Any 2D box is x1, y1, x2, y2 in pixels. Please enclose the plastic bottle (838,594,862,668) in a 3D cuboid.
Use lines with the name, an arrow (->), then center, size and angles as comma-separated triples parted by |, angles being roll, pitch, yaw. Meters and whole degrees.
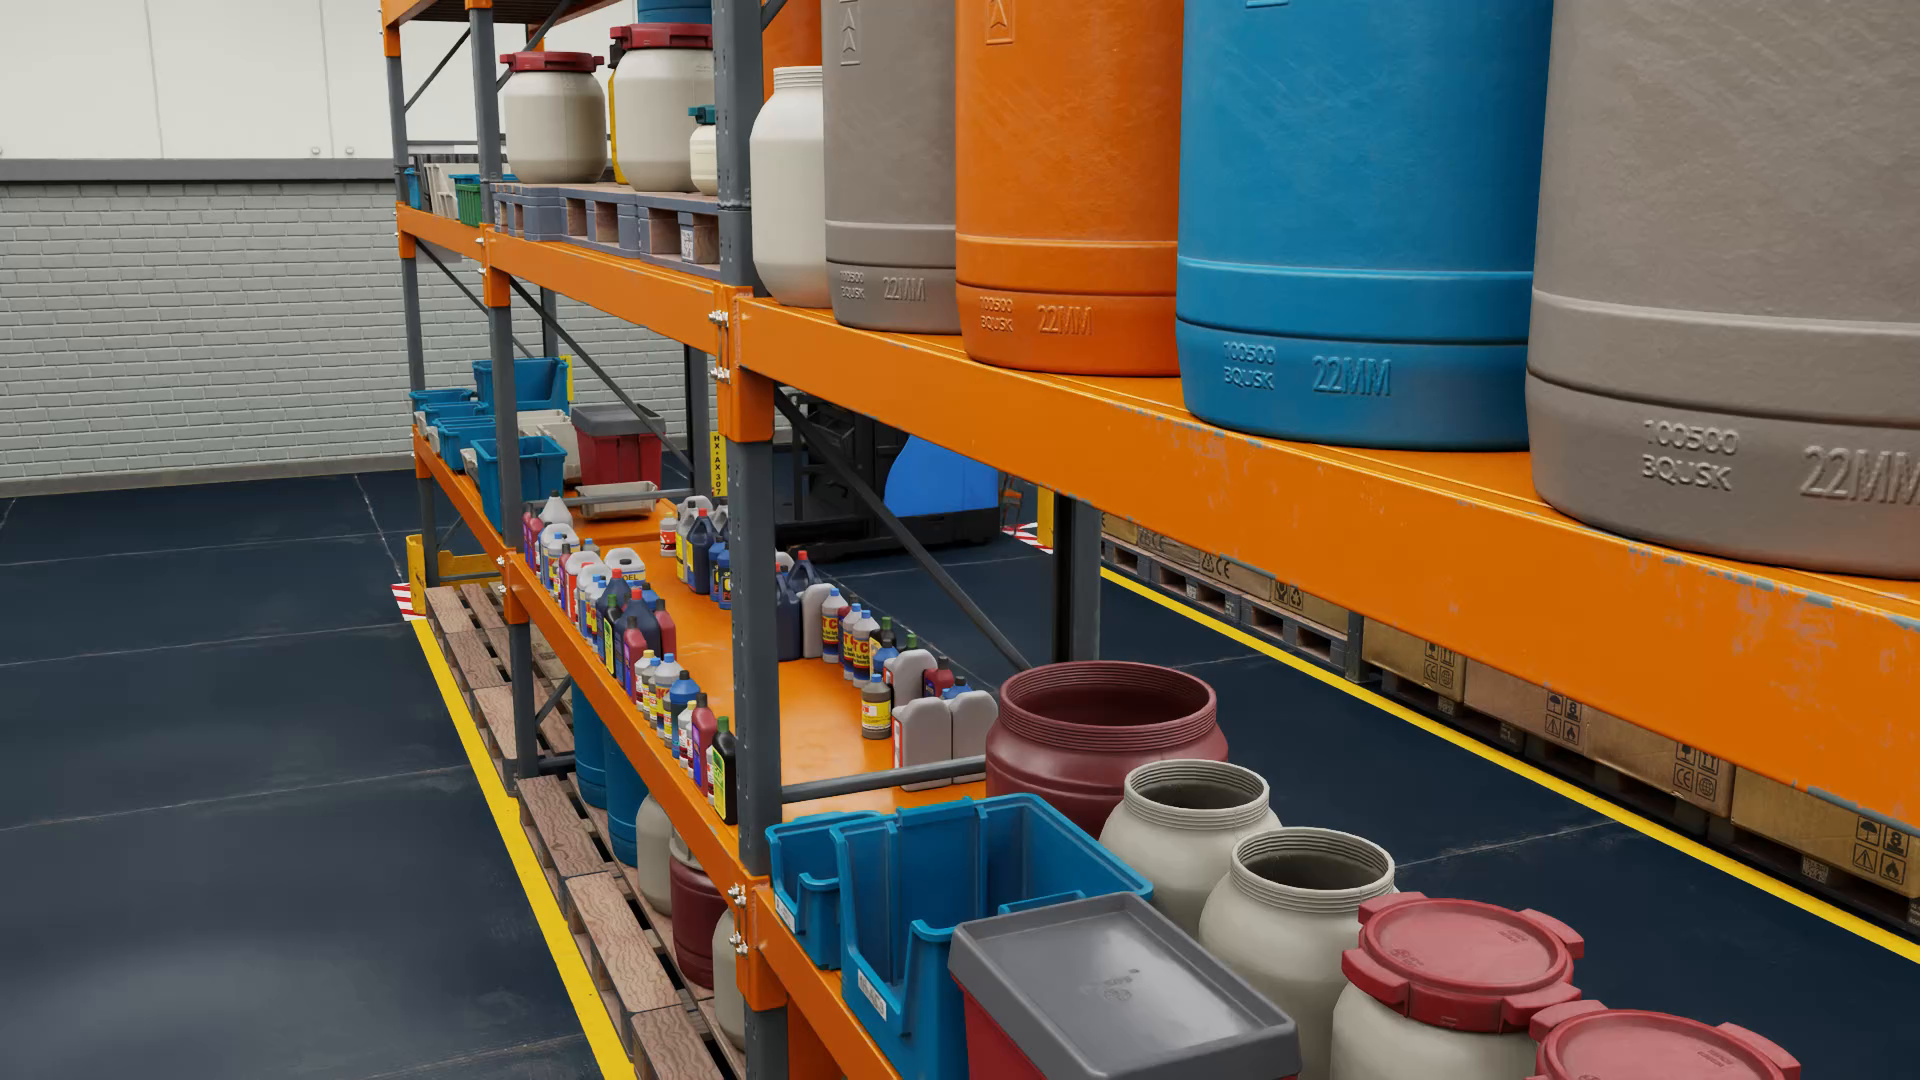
plastic bottle -> -0.398, 0.330, 6.050 | 0.061, 0.283, 0.133 | -6, 14, -23

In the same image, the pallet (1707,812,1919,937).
pallet -> 4.191, 1.376, 7.456 | 1.003, 0.211, 1.213 | -6, 14, -23

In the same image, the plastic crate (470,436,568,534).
plastic crate -> -2.202, -0.279, 8.325 | 0.392, 0.384, 0.575 | -6, 14, -23

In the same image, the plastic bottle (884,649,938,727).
plastic bottle -> -0.163, 0.481, 5.415 | 0.152, 0.276, 0.135 | -6, 14, -23

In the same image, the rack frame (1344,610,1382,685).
rack frame -> 2.836, -0.639, 9.979 | 1.000, 3.000, 0.127 | -6, 14, -23

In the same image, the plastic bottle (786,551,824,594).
plastic bottle -> -0.593, 0.220, 6.375 | 0.144, 0.351, 0.185 | -6, 14, -23

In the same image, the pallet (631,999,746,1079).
pallet -> -0.454, 1.834, 5.477 | 1.003, 0.211, 1.213 | -6, 14, -23

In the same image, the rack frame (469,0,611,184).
rack frame -> -1.702, -3.114, 7.369 | 1.000, 3.000, 0.127 | -6, 14, -23

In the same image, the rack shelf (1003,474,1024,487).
rack shelf -> 0.429, -0.576, 14.014 | 0.215, 0.259, 0.240 | 8, 9, -26

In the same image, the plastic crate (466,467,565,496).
plastic crate -> -2.397, -0.294, 8.964 | 0.437, 0.125, 0.590 | -6, 14, -23

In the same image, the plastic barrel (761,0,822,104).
plastic barrel -> -0.325, -1.358, 4.549 | 0.600, 0.830, 0.708 | -6, 14, -23

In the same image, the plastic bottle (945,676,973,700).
plastic bottle -> 0.001, 0.552, 5.116 | 0.097, 0.271, 0.097 | 0, 13, 0

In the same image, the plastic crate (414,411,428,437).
plastic crate -> -3.455, -0.764, 10.972 | 0.250, 0.136, 0.298 | -6, 14, -23

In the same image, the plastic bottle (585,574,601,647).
plastic bottle -> -1.381, 0.267, 6.351 | 0.097, 0.271, 0.097 | 0, 13, 0

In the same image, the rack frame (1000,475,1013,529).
rack frame -> 0.381, -0.612, 14.121 | 0.200, 1.050, 0.008 | 8, 9, -26

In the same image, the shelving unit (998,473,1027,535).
shelving unit -> 0.431, -0.586, 14.013 | 0.215, 1.050, 0.252 | 8, 9, -26

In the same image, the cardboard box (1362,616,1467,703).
cardboard box -> 3.111, 0.322, 9.607 | 1.225, 0.875, 0.875 | -6, 14, -23

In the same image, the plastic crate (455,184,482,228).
plastic crate -> -2.149, -1.610, 7.992 | 0.450, 0.188, 0.662 | -6, 14, -23

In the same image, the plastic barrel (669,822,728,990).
plastic barrel -> -0.764, 1.272, 6.138 | 0.600, 0.588, 0.708 | -6, 14, -23

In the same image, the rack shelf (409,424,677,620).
rack shelf -> -2.504, -0.254, 9.912 | 1.077, 0.370, 4.000 | -6, 14, -23

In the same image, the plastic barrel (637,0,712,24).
plastic barrel -> -0.879, -1.763, 6.140 | 0.600, 0.901, 0.708 | -6, 14, -23

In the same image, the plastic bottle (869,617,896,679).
plastic bottle -> -0.267, 0.398, 5.757 | 0.061, 0.283, 0.133 | -6, 14, -23

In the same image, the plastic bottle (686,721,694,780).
plastic bottle -> -0.775, 0.613, 5.008 | 0.097, 0.201, 0.097 | 0, 13, 0

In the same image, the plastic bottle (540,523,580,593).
plastic bottle -> -1.719, 0.074, 7.171 | 0.152, 0.276, 0.135 | -6, 14, -23

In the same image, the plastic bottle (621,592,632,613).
plastic bottle -> -1.183, 0.339, 6.011 | 0.061, 0.283, 0.133 | -6, 14, -23

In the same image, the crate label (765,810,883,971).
crate label -> -0.275, 0.837, 3.972 | 0.303, 0.233, 0.416 | -6, 14, -23

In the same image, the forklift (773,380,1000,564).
forklift -> -1.227, -1.357, 13.233 | 3.031, 2.935, 1.130 | -6, 14, -25

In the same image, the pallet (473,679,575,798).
pallet -> -2.032, 1.018, 9.001 | 1.003, 0.211, 1.213 | -6, 14, -23

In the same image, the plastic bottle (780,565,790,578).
plastic bottle -> -0.684, 0.233, 6.496 | 0.097, 0.271, 0.097 | 0, 13, 0

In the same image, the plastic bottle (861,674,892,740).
plastic bottle -> -0.269, 0.532, 5.358 | 0.097, 0.201, 0.097 | 0, 13, 0

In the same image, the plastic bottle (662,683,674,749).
plastic bottle -> -0.892, 0.553, 5.269 | 0.097, 0.201, 0.097 | 0, 13, 0

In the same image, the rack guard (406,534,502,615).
rack guard -> -3.326, 0.196, 11.915 | 1.175, 0.500, 0.348 | -6, 14, -23

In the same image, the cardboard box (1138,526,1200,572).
cardboard box -> 1.928, -0.322, 12.389 | 0.875, 0.875, 0.875 | -6, 14, -23

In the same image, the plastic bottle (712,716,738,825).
plastic bottle -> -0.653, 0.646, 4.683 | 0.061, 0.283, 0.133 | -6, 14, -23

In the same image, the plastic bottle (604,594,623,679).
plastic bottle -> -1.238, 0.345, 5.987 | 0.061, 0.283, 0.133 | -6, 14, -23

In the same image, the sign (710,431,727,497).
sign -> -1.198, -0.376, 8.228 | 0.100, 0.325, 0.005 | -6, 14, -23

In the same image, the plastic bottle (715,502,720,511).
plastic bottle -> -1.114, -0.039, 7.645 | 0.061, 0.283, 0.133 | -6, 14, -23

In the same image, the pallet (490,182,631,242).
pallet -> -1.299, -1.408, 7.067 | 1.213, 0.211, 1.003 | -6, 14, -23

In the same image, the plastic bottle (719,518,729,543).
plastic bottle -> -0.960, 0.031, 7.194 | 0.144, 0.351, 0.185 | -6, 14, -23

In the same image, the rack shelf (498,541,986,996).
rack shelf -> -0.901, 0.572, 6.342 | 1.077, 0.370, 4.000 | -6, 14, -23

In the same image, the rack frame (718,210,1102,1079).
rack frame -> -0.100, 0.635, 4.475 | 1.000, 3.000, 0.127 | -6, 14, -23

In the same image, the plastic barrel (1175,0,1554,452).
plastic barrel -> 0.576, -0.600, 2.047 | 0.600, 0.901, 0.708 | -6, 14, -23

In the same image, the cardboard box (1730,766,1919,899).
cardboard box -> 4.181, 0.873, 7.224 | 1.225, 0.875, 0.875 | -6, 14, -26

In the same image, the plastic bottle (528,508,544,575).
plastic bottle -> -1.893, 0.007, 7.446 | 0.061, 0.283, 0.133 | -6, 14, -23

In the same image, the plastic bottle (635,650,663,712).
plastic bottle -> -1.048, 0.472, 5.617 | 0.097, 0.201, 0.097 | 0, 13, 0

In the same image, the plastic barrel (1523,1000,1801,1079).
plastic barrel -> 1.026, 1.026, 2.484 | 0.433, 0.535, 0.433 | 0, 13, 0

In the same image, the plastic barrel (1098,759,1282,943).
plastic barrel -> 0.508, 0.773, 3.628 | 0.421, 0.512, 0.421 | 0, 13, 0

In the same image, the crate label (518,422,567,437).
crate label -> -2.575, -0.650, 10.479 | 0.396, 0.136, 0.243 | -6, 14, -23

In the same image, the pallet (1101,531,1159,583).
pallet -> 1.626, 0.051, 13.181 | 1.003, 0.211, 1.213 | -6, 14, -23

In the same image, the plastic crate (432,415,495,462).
plastic crate -> -2.980, -0.613, 10.104 | 0.416, 0.233, 0.300 | -6, 14, -23

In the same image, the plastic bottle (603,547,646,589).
plastic bottle -> -1.356, 0.176, 6.731 | 0.152, 0.276, 0.135 | -6, 14, -23

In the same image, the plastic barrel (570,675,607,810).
plastic barrel -> -1.500, 0.740, 7.743 | 0.600, 0.901, 0.708 | -6, 14, -23

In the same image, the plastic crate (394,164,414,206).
plastic crate -> -3.406, -2.311, 10.841 | 0.497, 0.269, 0.590 | -6, 14, -23

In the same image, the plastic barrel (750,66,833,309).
plastic barrel -> -0.256, -0.789, 3.727 | 0.421, 0.512, 0.421 | 0, 13, 0

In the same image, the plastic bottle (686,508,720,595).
plastic bottle -> -1.092, 0.044, 7.137 | 0.144, 0.351, 0.185 | -6, 14, -23

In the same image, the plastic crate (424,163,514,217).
plastic crate -> -2.700, -1.936, 9.193 | 0.437, 0.282, 0.530 | -6, 14, -23

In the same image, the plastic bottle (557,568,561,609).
plastic bottle -> -1.620, 0.177, 6.892 | 0.097, 0.201, 0.097 | 0, 13, 0

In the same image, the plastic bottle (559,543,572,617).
plastic bottle -> -1.591, 0.163, 6.772 | 0.061, 0.283, 0.133 | -6, 14, -23
